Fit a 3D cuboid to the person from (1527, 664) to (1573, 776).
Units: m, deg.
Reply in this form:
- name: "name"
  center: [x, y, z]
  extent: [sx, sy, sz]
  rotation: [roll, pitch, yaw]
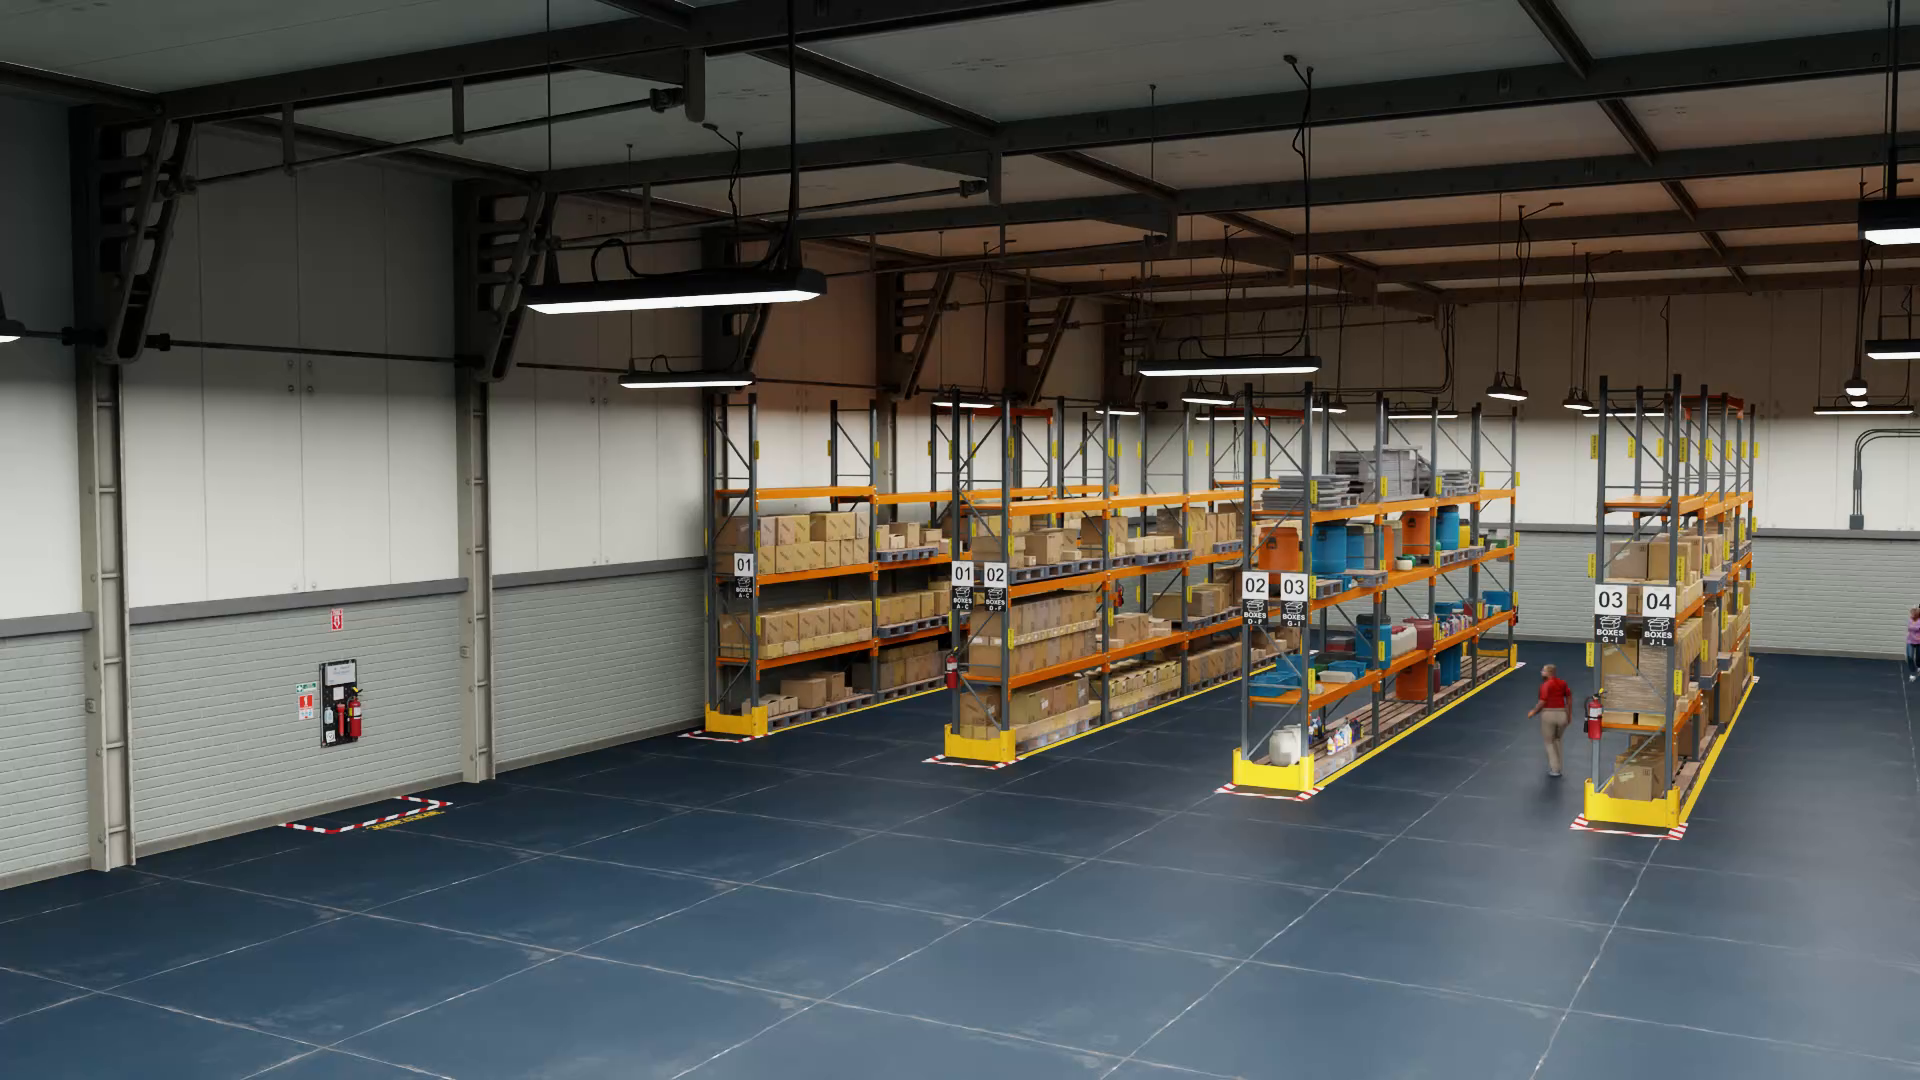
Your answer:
- name: "person"
  center: [9.169, 2.816, 25.683]
  extent: [0.662, 1.800, 0.538]
  rotation: [0, 3, -8]

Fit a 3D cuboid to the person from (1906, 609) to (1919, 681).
- name: "person"
  center: [20.898, 2.276, 36.232]
  extent: [0.487, 1.581, 0.668]
  rotation: [2, 4, 38]
